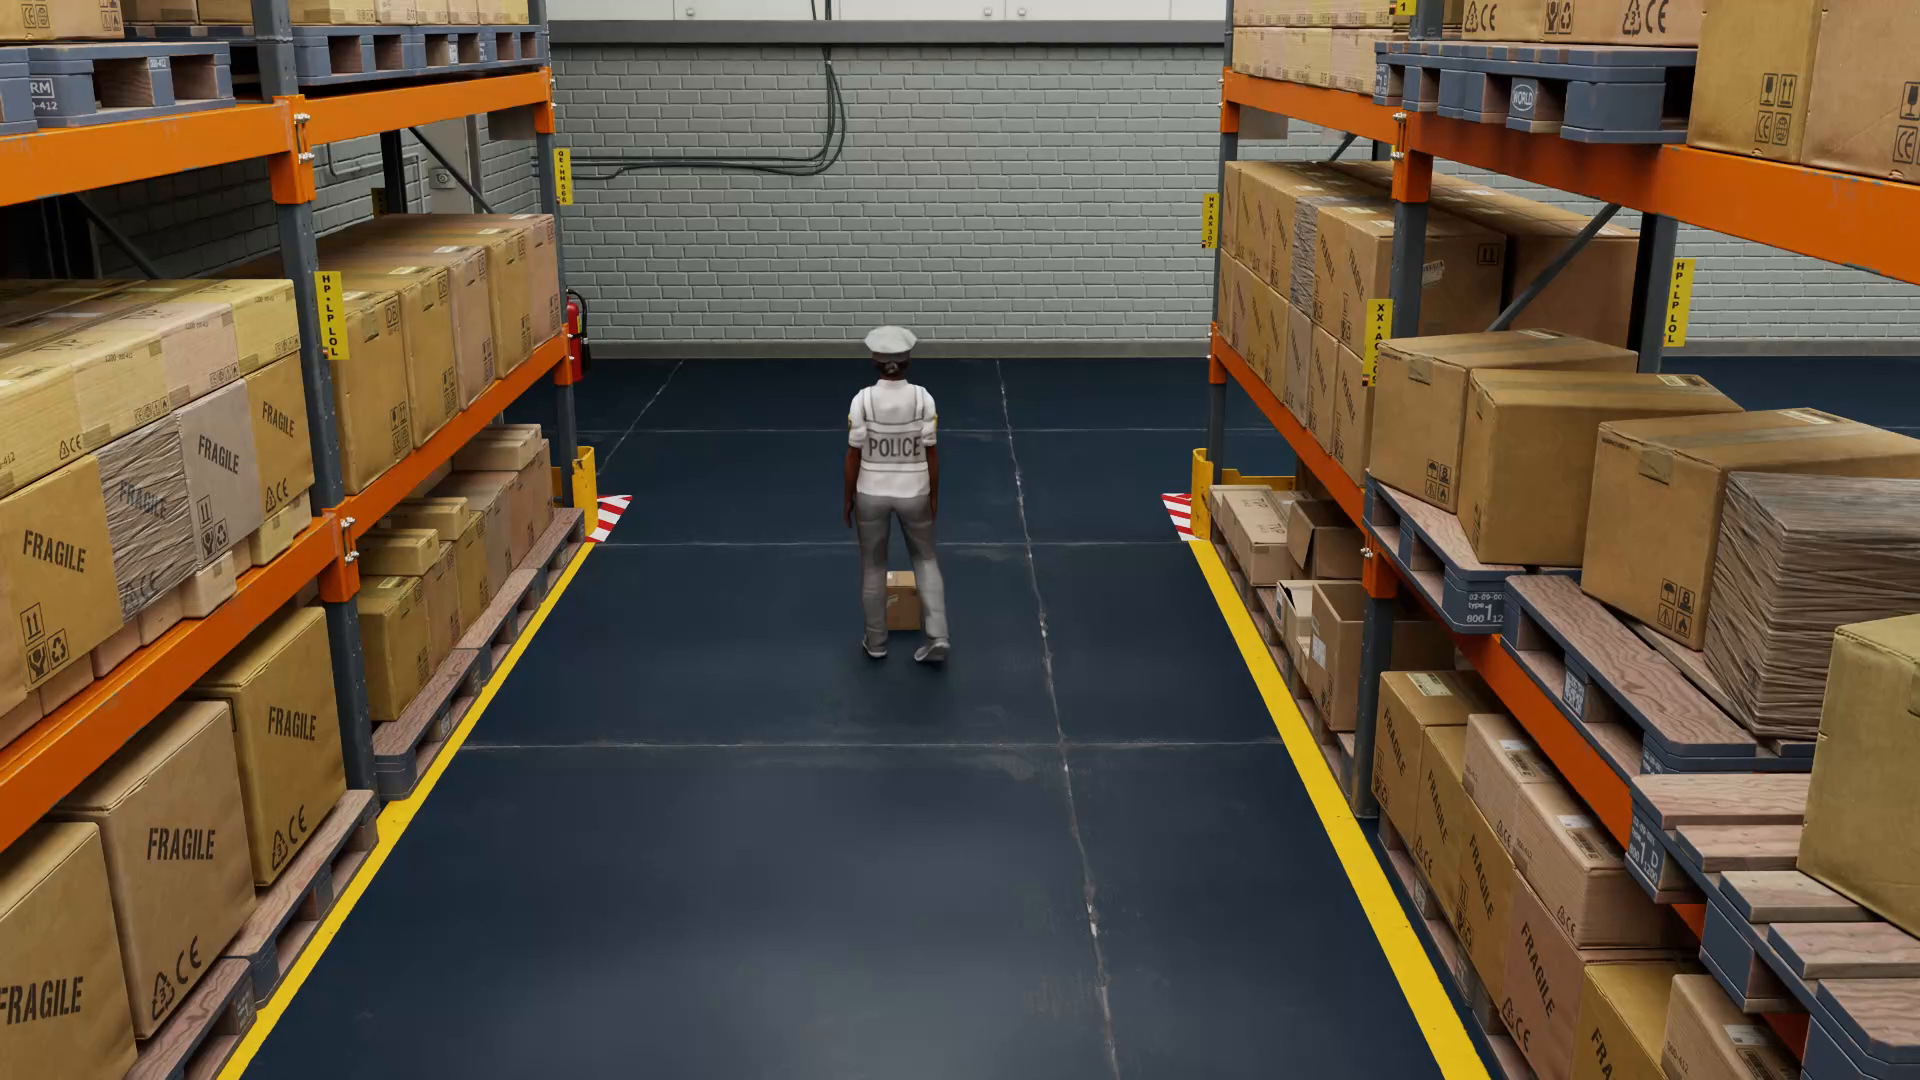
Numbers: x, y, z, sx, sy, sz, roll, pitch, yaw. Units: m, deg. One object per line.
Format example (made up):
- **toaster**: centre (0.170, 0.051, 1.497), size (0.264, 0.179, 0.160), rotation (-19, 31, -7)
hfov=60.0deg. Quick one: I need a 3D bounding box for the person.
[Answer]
- **person**: centre (-0.320, -0.210, 8.202), size (0.510, 1.702, 0.465), rotation (-2, 17, -6)
